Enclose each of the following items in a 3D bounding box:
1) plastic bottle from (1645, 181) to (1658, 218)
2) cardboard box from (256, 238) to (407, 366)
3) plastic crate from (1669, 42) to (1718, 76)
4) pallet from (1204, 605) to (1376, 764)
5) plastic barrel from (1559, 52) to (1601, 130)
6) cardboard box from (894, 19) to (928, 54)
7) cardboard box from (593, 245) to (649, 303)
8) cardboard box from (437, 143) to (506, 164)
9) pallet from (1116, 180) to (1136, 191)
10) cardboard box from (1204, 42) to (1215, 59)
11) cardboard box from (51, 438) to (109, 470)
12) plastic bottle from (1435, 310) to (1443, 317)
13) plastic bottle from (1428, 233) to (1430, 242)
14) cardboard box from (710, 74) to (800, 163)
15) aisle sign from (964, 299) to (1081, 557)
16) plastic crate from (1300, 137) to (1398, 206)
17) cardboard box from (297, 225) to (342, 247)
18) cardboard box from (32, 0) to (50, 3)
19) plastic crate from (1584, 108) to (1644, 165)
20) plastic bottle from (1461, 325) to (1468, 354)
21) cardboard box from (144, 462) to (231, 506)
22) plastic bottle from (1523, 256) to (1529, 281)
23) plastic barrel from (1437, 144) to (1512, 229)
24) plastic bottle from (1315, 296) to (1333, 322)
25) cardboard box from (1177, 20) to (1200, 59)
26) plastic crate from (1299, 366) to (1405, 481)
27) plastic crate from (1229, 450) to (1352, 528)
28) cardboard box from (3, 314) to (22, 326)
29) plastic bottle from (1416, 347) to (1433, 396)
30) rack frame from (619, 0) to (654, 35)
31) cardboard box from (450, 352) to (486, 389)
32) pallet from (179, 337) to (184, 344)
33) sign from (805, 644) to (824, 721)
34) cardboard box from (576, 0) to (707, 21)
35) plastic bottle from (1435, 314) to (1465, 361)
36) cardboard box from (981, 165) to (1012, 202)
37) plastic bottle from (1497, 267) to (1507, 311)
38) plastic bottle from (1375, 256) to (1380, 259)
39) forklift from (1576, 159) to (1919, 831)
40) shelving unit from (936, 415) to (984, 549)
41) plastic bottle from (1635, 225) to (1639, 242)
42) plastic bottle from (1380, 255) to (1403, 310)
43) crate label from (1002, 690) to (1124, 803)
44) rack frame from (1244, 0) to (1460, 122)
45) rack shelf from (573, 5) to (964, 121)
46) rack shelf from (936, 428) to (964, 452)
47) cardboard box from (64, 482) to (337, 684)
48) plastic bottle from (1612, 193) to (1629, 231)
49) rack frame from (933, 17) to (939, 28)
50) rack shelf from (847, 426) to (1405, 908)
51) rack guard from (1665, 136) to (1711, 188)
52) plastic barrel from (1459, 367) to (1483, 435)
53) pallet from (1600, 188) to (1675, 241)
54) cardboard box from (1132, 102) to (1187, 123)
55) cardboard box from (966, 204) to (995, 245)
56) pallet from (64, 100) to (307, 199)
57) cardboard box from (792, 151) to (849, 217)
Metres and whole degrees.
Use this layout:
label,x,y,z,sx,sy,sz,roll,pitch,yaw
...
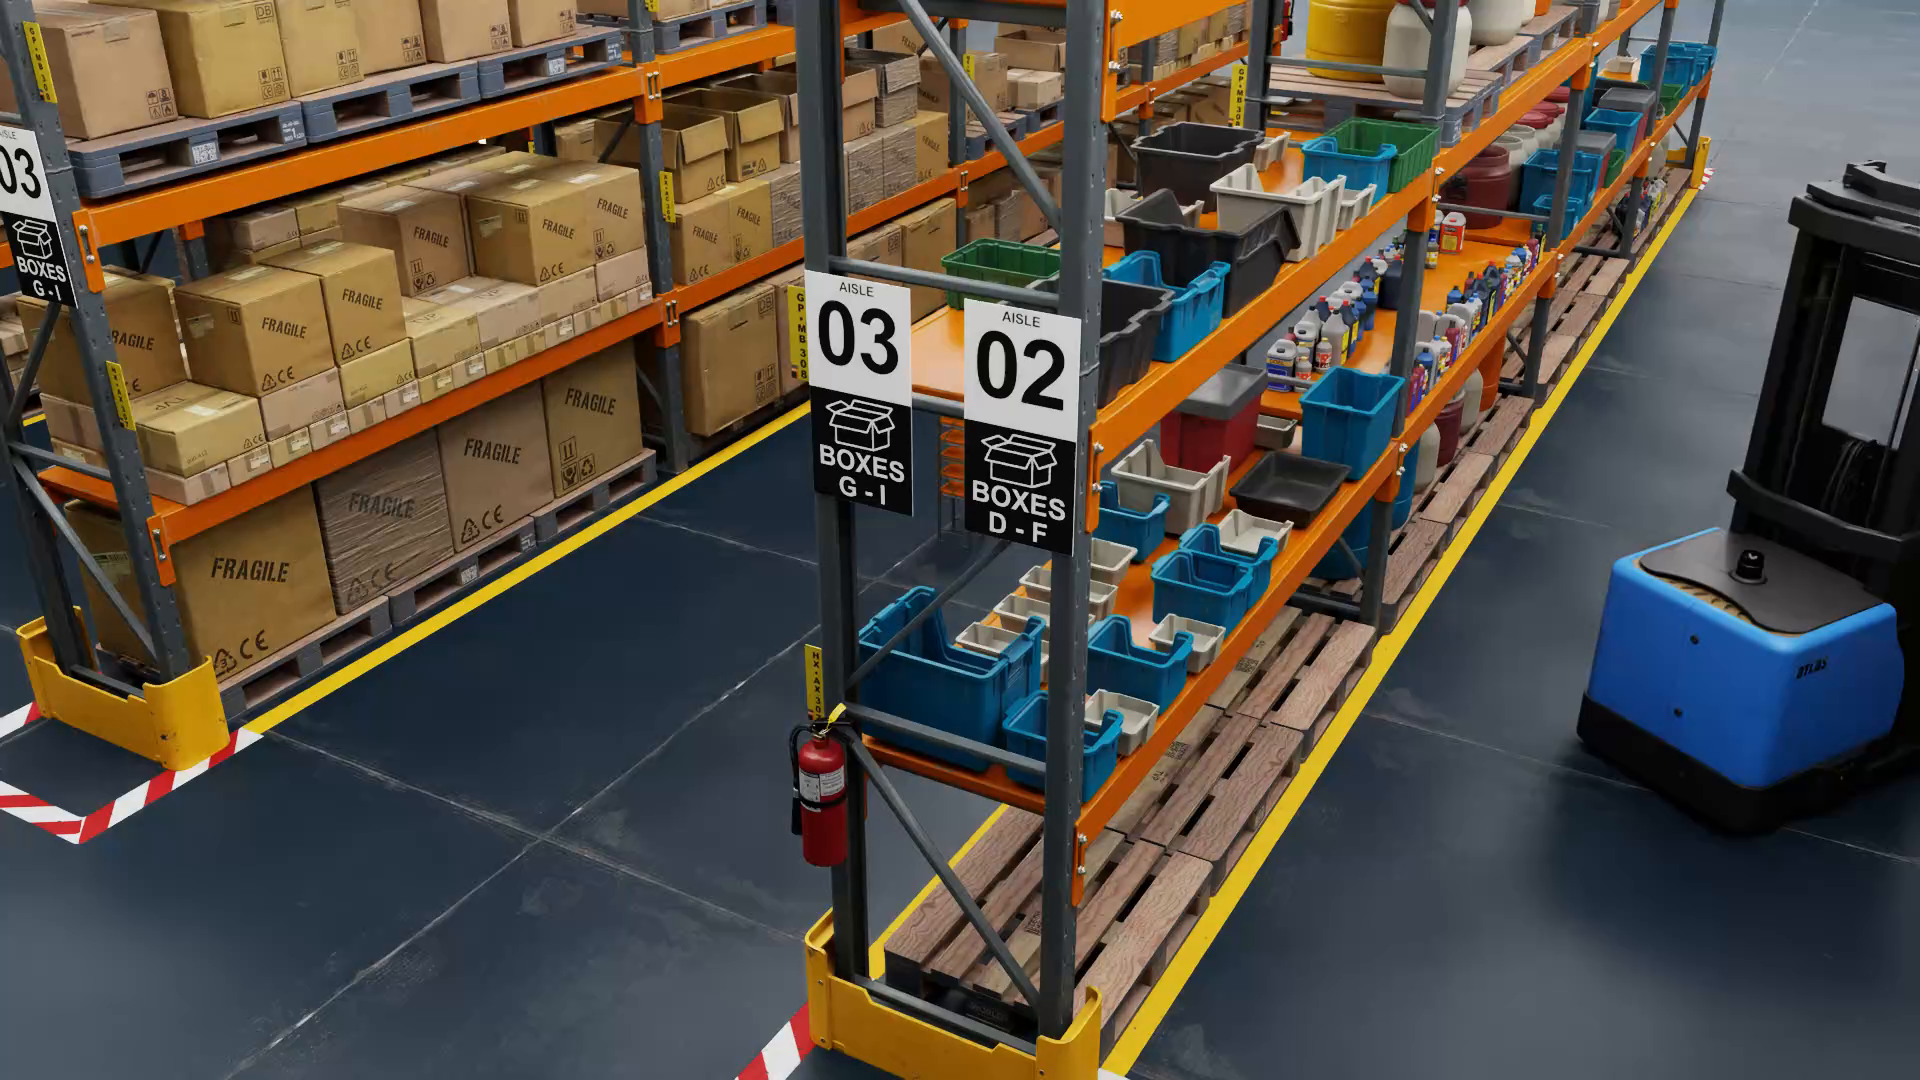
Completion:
label,x,y,z,sx,sy,sz,roll,pitch,yaw
plastic bottle,6.926,-3.426,16.710,0.144,0.351,0.185,14,30,26
cardboard box,-3.383,-1.292,8.977,0.500,0.500,0.500,13,30,25
plastic crate,7.848,-5.182,17.918,0.499,0.251,0.616,14,30,26
pallet,1.602,0.709,9.098,1.003,0.211,1.213,14,30,26
plastic barrel,5.412,-4.091,15.012,0.600,0.901,0.708,14,30,26
cardboard box,-1.023,-6.691,22.670,0.875,0.875,0.875,14,30,26
cardboard box,-2.371,-1.760,10.750,0.500,0.250,0.500,14,30,25
cardboard box,-4.791,-3.695,16.267,0.500,0.250,0.500,13,30,25
pallet,1.853,-4.064,18.633,1.003,0.211,1.213,14,30,26
cardboard box,2.647,-5.534,18.735,0.380,0.149,0.250,14,30,26
cardboard box,-4.461,-0.464,8.606,0.380,0.149,0.250,15,30,27
plastic bottle,2.941,-1.312,10.242,0.097,0.201,0.097,0,27,0
plastic bottle,3.323,-2.198,11.933,0.097,0.271,0.097,0,27,0
cardboard box,-1.435,-3.178,12.516,0.797,0.503,0.637,15,30,28
aisle sign,0.186,-0.343,5.181,0.394,0.787,0.004,14,30,26
plastic crate,1.760,-1.674,7.580,0.416,0.233,0.300,14,30,26
cardboard box,-5.797,-2.562,14.839,0.500,0.500,0.500,16,31,28
cardboard box,-6.913,-3.887,11.980,0.500,0.250,0.500,14,30,26
plastic crate,5.594,-3.445,14.299,0.392,0.384,0.575,14,30,26
plastic bottle,3.026,-1.241,10.100,0.097,0.201,0.097,0,27,0
cardboard box,-3.888,-0.318,8.315,0.380,0.149,0.250,15,30,27
plastic bottle,3.836,-1.883,11.382,0.097,0.201,0.097,0,27,0
plastic barrel,3.862,-2.700,12.642,0.600,0.536,0.708,14,30,26
plastic bottle,2.188,-1.313,10.078,0.144,0.351,0.185,14,30,26
cardboard box,2.105,-5.568,18.078,0.875,0.500,0.500,14,30,26
plastic crate,1.997,-0.596,8.540,0.392,0.384,0.575,14,30,26
plastic crate,1.613,-0.242,8.122,0.437,0.125,0.590,14,30,26
cardboard box,-7.055,-1.622,12.690,0.380,0.149,0.250,13,29,24
plastic bottle,2.636,-0.963,9.467,0.097,0.271,0.097,0,27,0
rack frame,-2.382,-4.606,9.899,1.000,3.000,0.127,14,30,26
cardboard box,-3.005,-1.021,9.718,0.380,0.149,0.250,15,30,27
pallet,-6.950,-1.539,13.588,1.003,0.211,1.213,14,30,26
sign,-0.525,0.538,6.142,0.100,0.325,0.005,14,30,26
cardboard box,-2.105,-3.726,10.910,0.700,0.500,0.500,15,30,27
plastic bottle,2.945,-1.235,10.005,0.152,0.276,0.135,14,30,26
cardboard box,0.141,-3.374,15.602,0.500,0.250,0.500,18,32,32
plastic bottle,3.508,-1.643,10.811,0.061,0.283,0.133,14,30,26
plastic bottle,2.755,-1.748,11.034,0.097,0.271,0.097,0,27,0
forklift,4.721,-0.396,8.266,3.031,2.935,1.130,-15,30,-27
shelving unit,0.007,-0.542,10.493,0.258,1.200,0.189,14,30,26
plastic bottle,6.454,-2.964,15.954,0.097,0.201,0.097,0,27,0
plastic bottle,2.838,-1.690,10.829,0.144,0.351,0.185,14,30,26
crate label,0.370,0.750,6.021,0.416,0.233,0.303,14,30,26
rack frame,1.930,-3.516,7.720,1.000,3.000,0.127,14,30,26
rack shelf,-1.398,-3.723,12.289,1.077,0.370,4.000,14,30,26
rack shelf,0.007,-0.610,10.459,0.258,0.103,0.180,14,30,26
cardboard box,-4.105,0.130,9.043,0.875,0.875,0.875,14,30,26
plastic bottle,6.499,-3.218,16.295,0.144,0.351,0.185,14,30,26
rack frame,-0.747,-7.732,22.845,1.000,3.000,0.127,14,30,26
rack shelf,0.946,0.268,7.667,1.077,0.370,4.000,14,30,26
rack guard,7.837,-4.352,18.885,1.175,0.500,0.348,14,30,26
plastic barrel,3.472,-1.033,11.773,0.421,0.512,0.421,0,27,0
pallet,6.832,-3.434,17.374,1.003,0.211,1.213,14,30,26
cardboard box,2.297,-4.743,19.197,0.500,0.500,0.500,11,29,22
cardboard box,-0.102,-2.827,15.348,0.700,0.500,0.500,13,29,23
pallet,-3.994,-1.958,8.059,1.003,0.211,1.213,14,30,26
cardboard box,-1.195,-2.686,12.654,0.500,0.500,0.500,15,30,27
